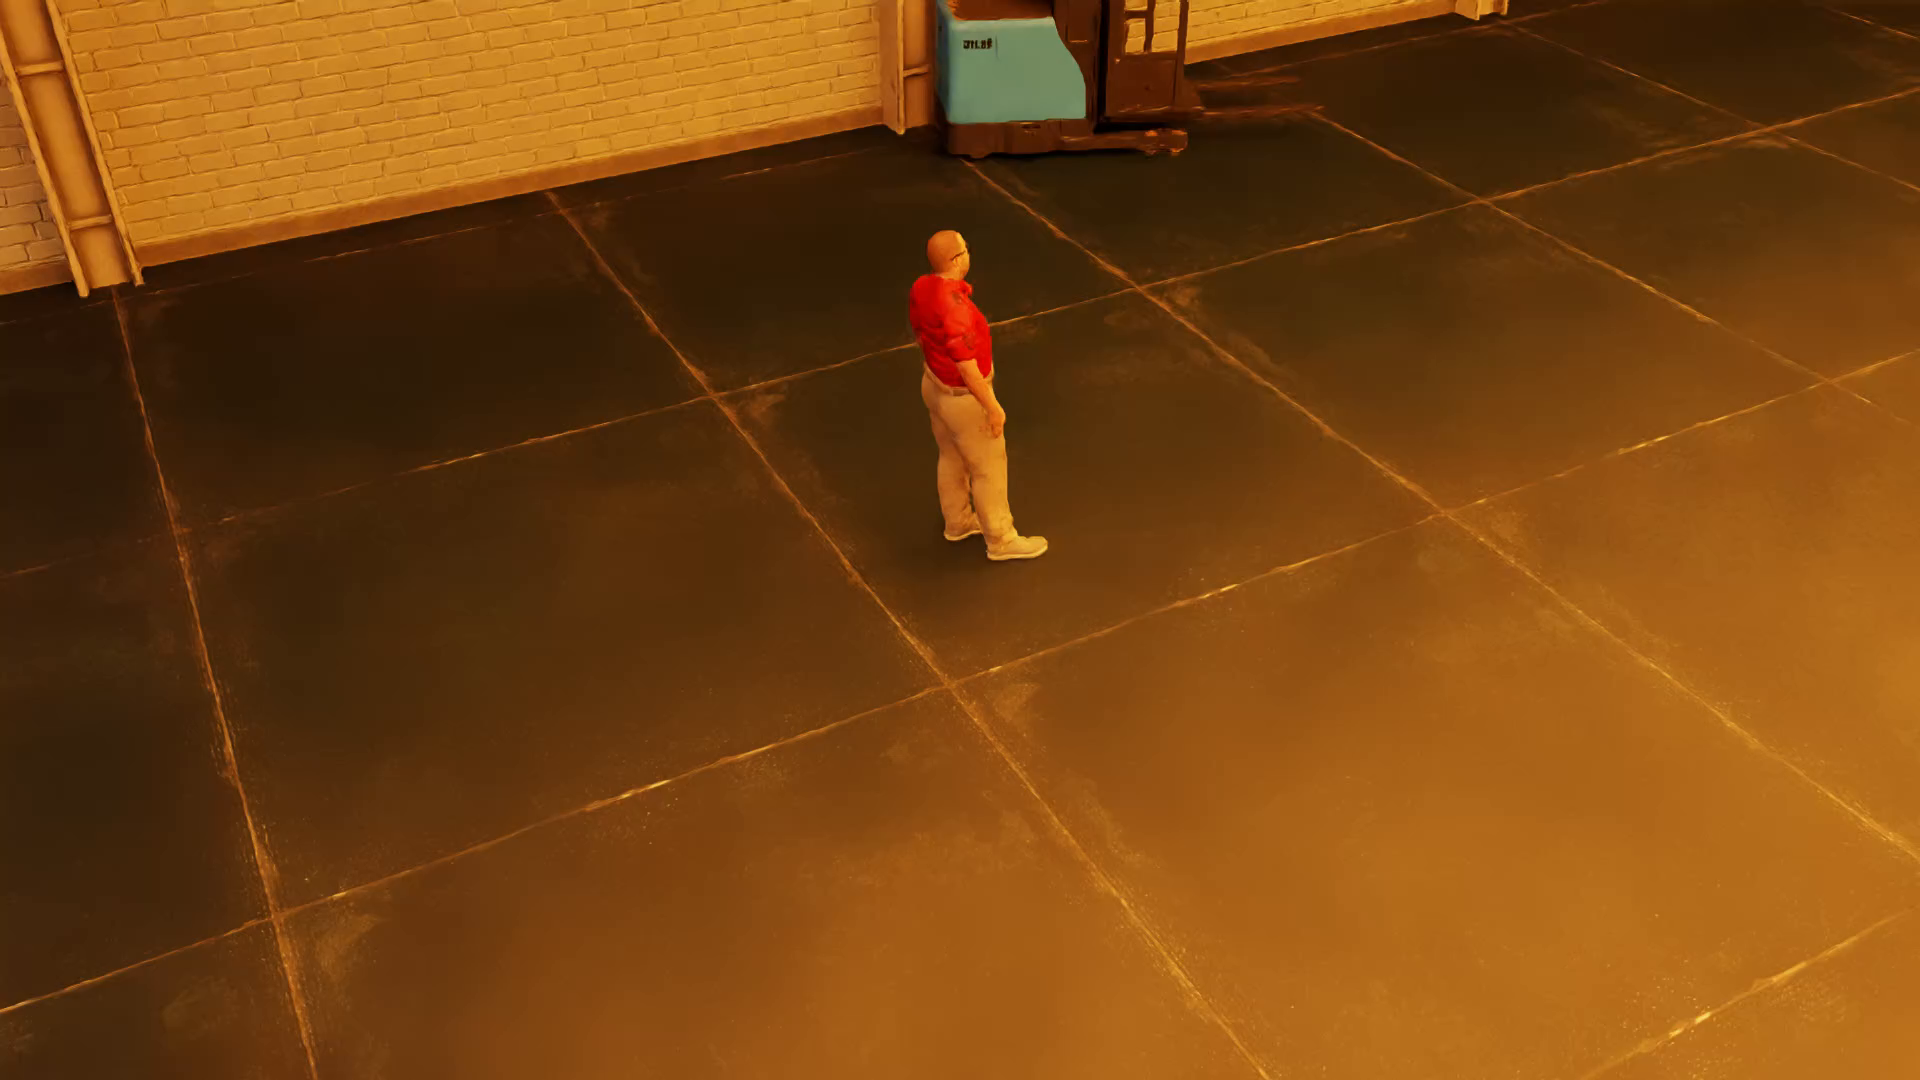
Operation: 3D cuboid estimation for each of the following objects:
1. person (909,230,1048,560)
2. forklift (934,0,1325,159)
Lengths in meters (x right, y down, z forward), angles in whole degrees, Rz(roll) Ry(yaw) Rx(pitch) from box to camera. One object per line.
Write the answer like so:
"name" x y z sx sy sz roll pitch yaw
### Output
"person" 0.085 -0.730 8.185 0.550 1.727 0.640 -17 39 -23
"forklift" 1.331 -4.495 12.481 3.031 2.935 1.130 -5 36 -7
